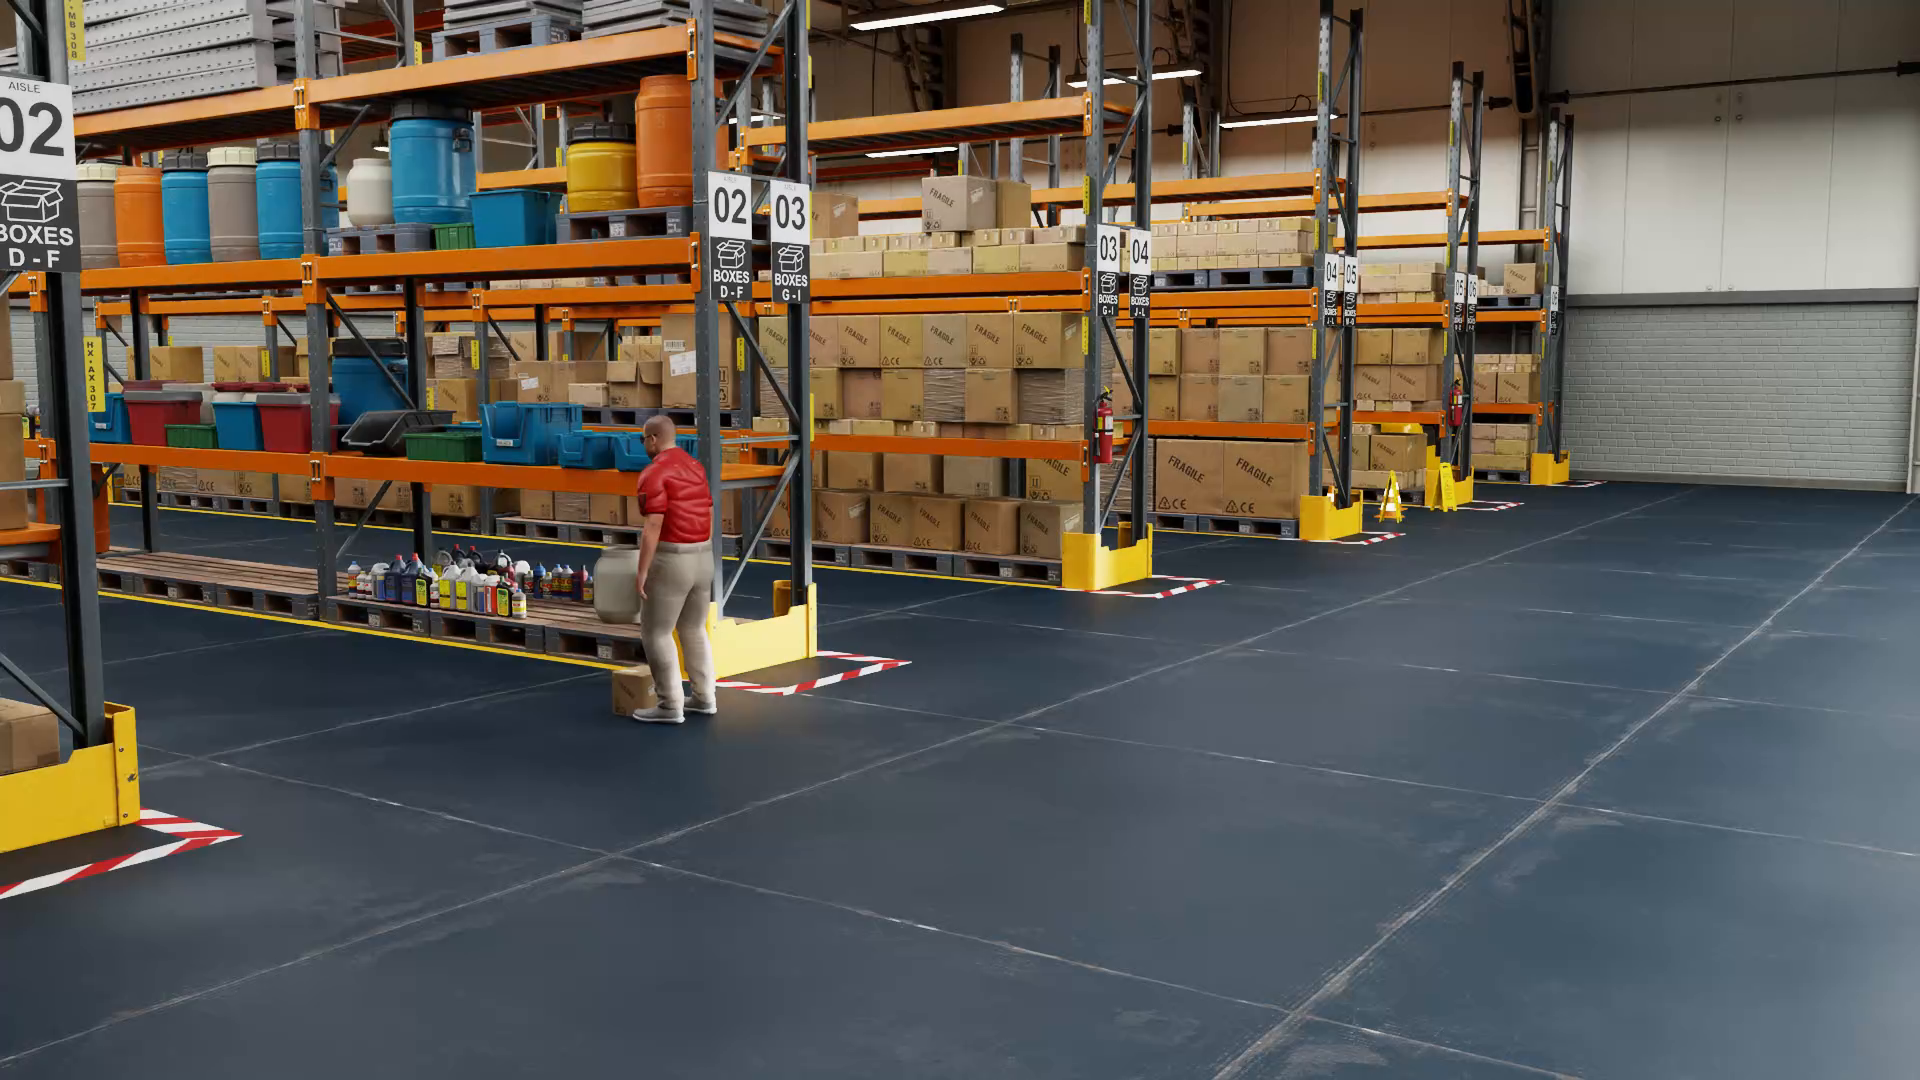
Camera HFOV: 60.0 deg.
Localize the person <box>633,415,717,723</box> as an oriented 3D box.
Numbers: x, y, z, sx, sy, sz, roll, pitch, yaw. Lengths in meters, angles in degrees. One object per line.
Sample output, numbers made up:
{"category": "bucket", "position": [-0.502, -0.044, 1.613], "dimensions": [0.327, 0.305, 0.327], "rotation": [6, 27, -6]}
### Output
{"category": "person", "position": [-1.617, 0.158, 9.395], "dimensions": [0.393, 1.726, 0.601], "rotation": [4, 7, 30]}
